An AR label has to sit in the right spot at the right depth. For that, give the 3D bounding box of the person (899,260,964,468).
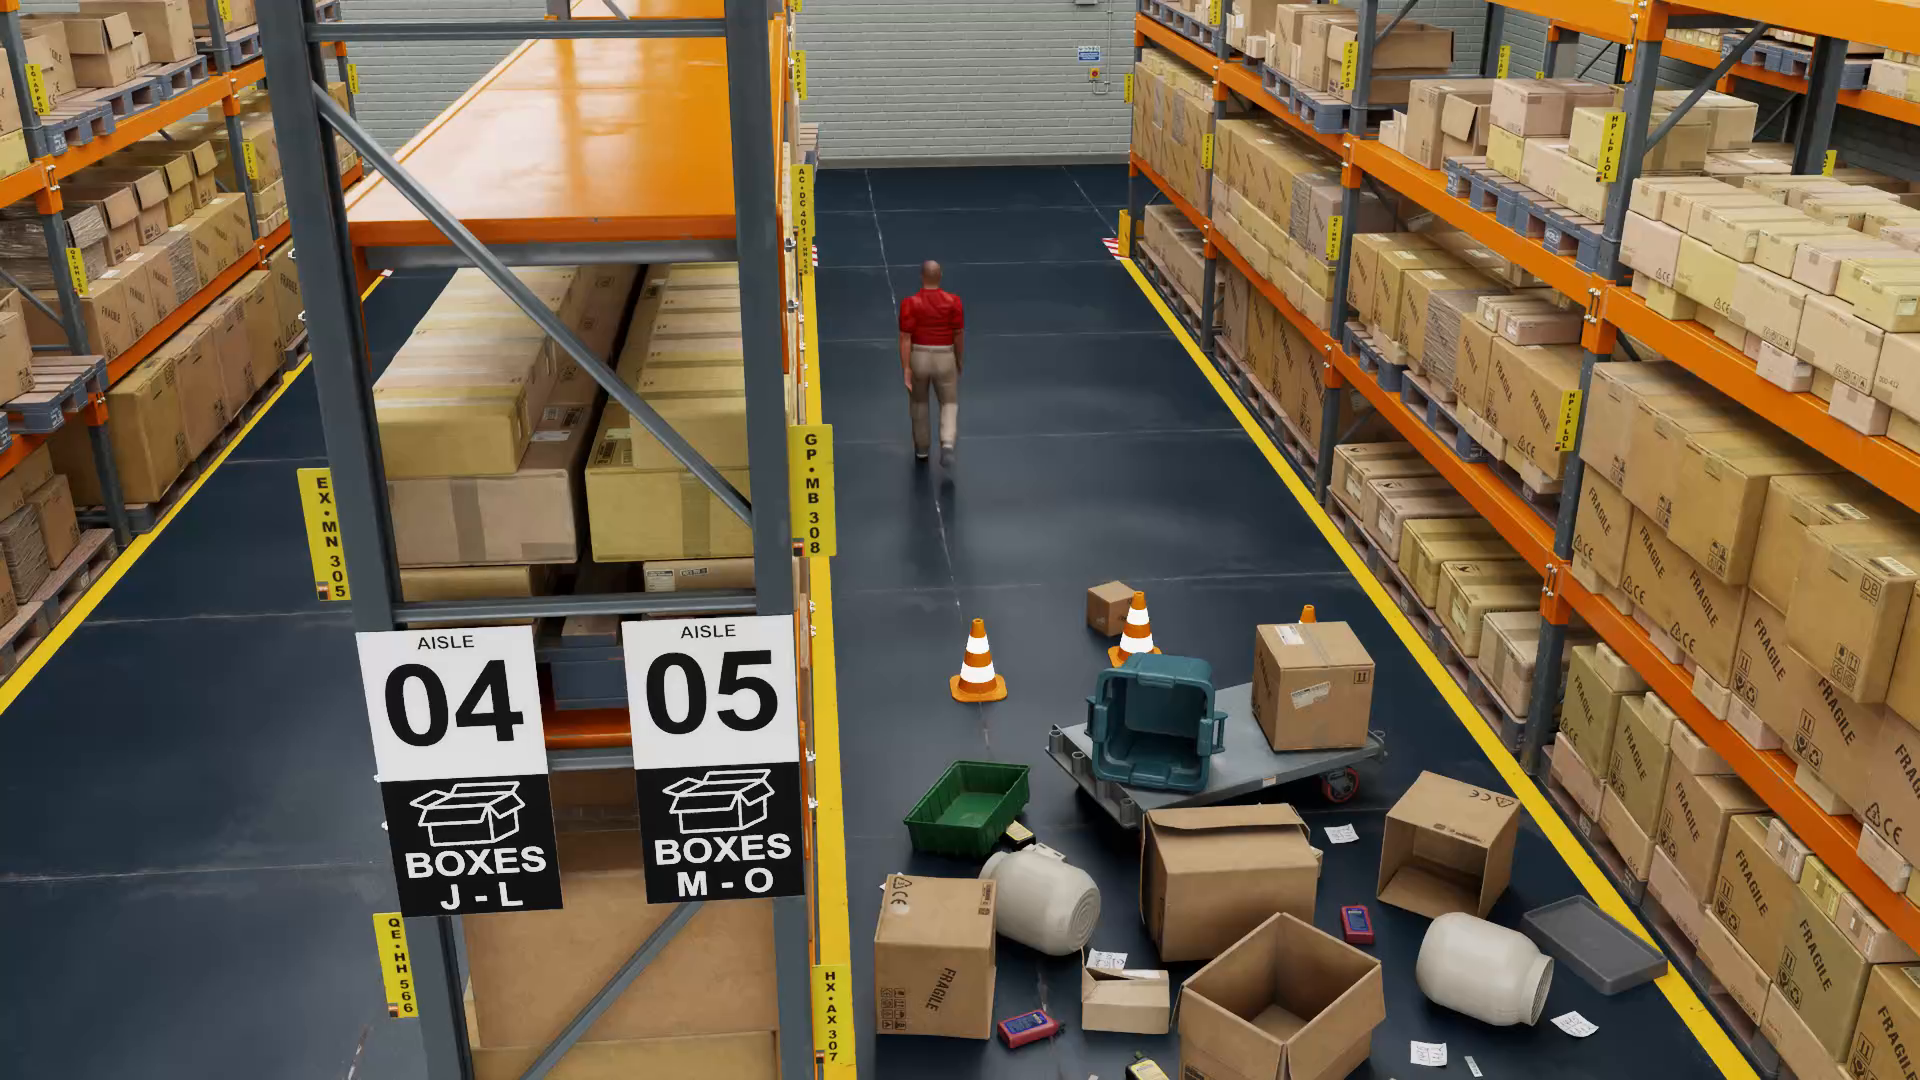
[{"bbox_3d":[-0.226,-1.415,13.338,0.520,1.689,0.836,-1,24,-1],"label":"person"}]
